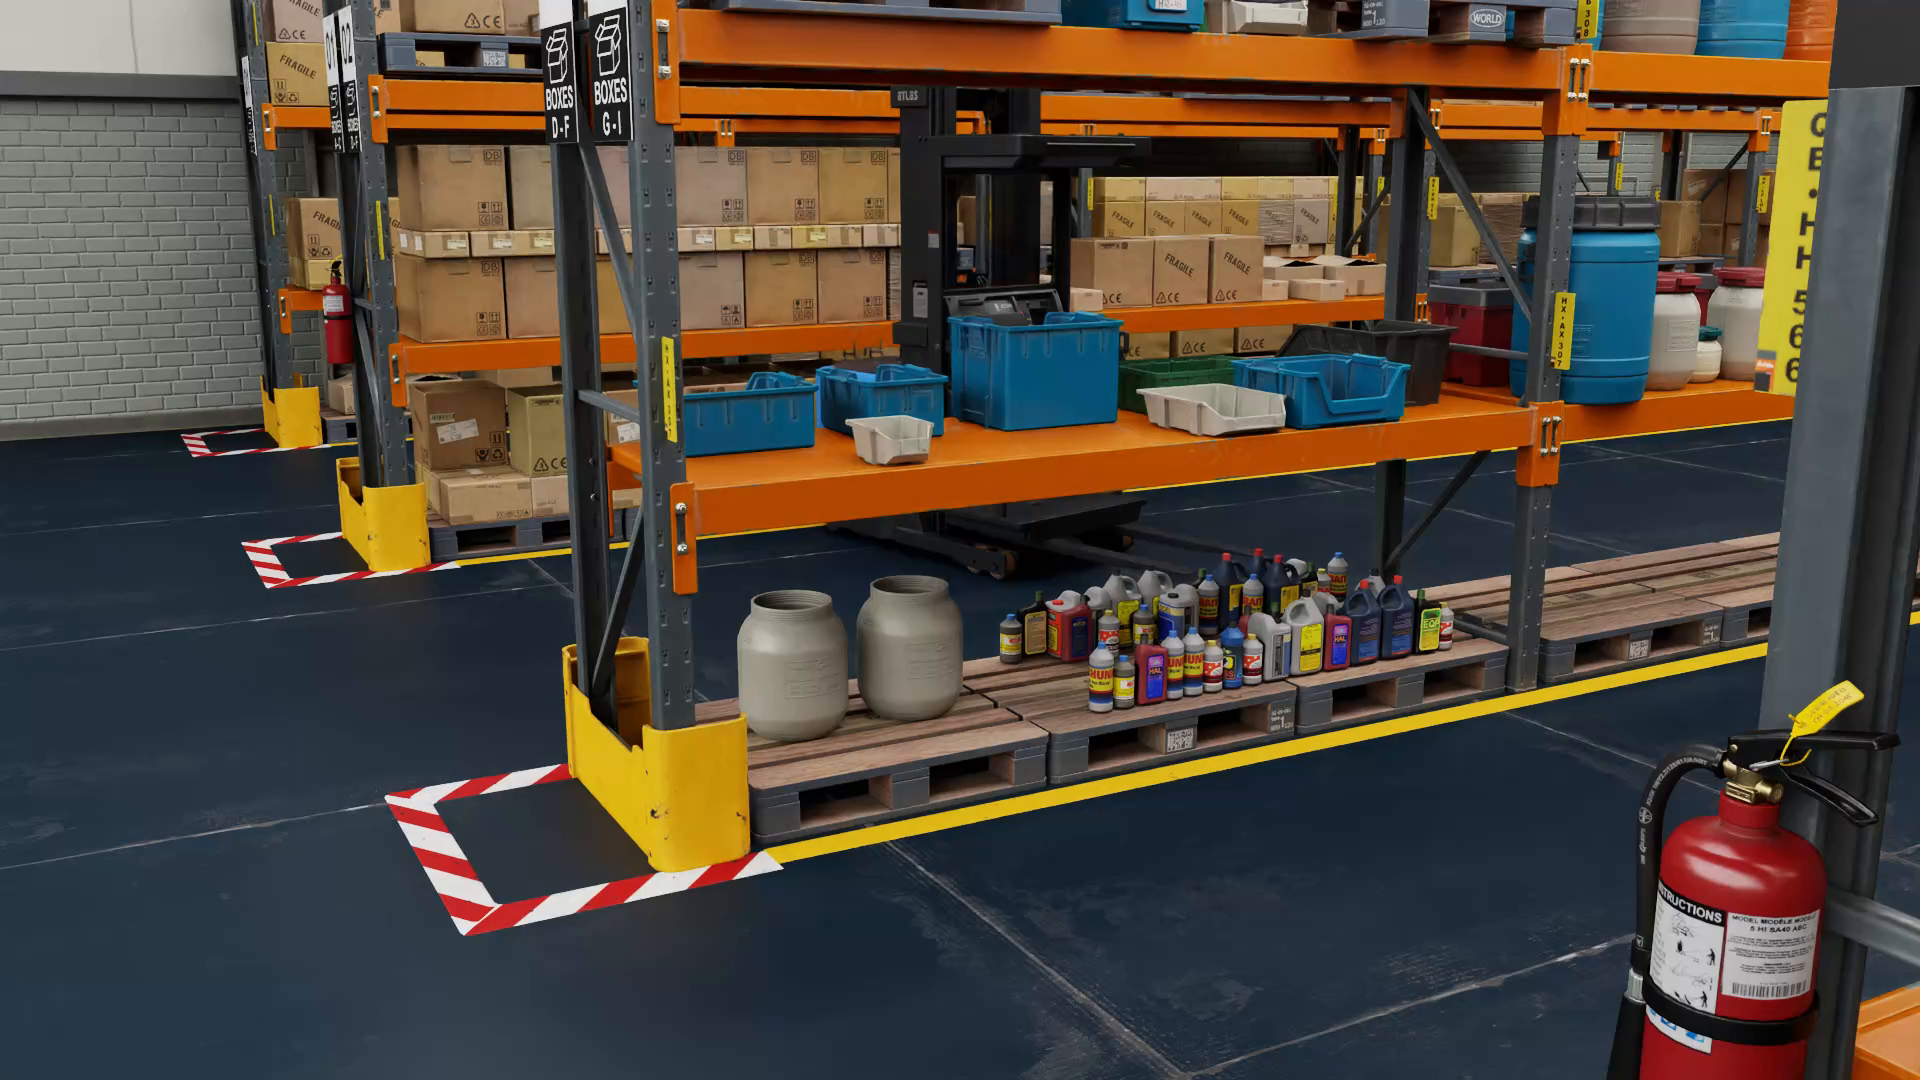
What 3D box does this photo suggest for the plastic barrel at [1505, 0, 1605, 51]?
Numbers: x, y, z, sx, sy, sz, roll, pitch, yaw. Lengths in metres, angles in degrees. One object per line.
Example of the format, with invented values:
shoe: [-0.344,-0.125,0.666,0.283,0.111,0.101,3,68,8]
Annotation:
plastic barrel: [2.673,-2.672,7.677,0.708,0.901,0.600,-7,14,-28]

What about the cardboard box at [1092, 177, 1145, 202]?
cardboard box: [1.642,-3.769,17.868,0.500,0.250,0.500,-6,14,-27]

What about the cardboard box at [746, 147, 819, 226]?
cardboard box: [-1.308,-2.352,11.044,0.500,0.500,0.700,-7,14,-28]

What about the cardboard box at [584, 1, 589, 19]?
cardboard box: [-2.178,-3.327,10.654,0.500,0.311,0.500,-5,14,-21]

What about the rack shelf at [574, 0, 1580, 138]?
rack shelf: [0.576,-1.771,6.453,4.000,0.370,1.077,-7,14,-28]

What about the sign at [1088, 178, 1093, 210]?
sign: [1.363,-3.622,17.413,0.005,0.325,0.100,-7,14,-28]

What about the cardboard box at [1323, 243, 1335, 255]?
cardboard box: [4.235,-3.386,19.348,0.250,0.149,0.380,-7,14,-27]

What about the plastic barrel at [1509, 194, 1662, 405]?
plastic barrel: [2.815,-1.096,7.504,0.708,0.901,0.600,-7,14,-28]

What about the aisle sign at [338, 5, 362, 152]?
aisle sign: [-3.461,-2.605,9.433,0.004,0.787,0.394,-7,14,-28]

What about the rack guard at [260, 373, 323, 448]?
rack guard: [-5.860,-1.146,14.562,0.348,0.500,1.175,-7,14,-28]

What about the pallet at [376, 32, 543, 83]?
pallet: [-2.917,-2.893,10.000,1.213,0.211,1.003,-7,14,-28]

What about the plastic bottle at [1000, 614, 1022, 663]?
plastic bottle: [0.222,0.425,7.261,0.097,0.201,0.097,0,13,0]

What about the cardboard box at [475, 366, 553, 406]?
cardboard box: [-4.108,-1.535,15.291,0.500,0.500,0.700,-8,15,-31]

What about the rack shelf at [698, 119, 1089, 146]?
rack shelf: [-0.660,-4.101,16.806,4.000,0.370,1.077,-7,14,-28]

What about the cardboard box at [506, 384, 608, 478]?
cardboard box: [-2.535,-0.699,10.481,0.500,0.500,0.500,-7,14,-28]

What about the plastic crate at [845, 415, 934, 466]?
plastic crate: [-0.240,-0.352,5.940,0.250,0.136,0.298,-7,14,-28]

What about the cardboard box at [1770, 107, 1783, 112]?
cardboard box: [7.528,-4.059,15.323,0.500,0.250,0.500,-7,14,-28]

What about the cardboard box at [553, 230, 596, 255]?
cardboard box: [-2.430,-1.848,10.286,0.250,0.149,0.380,-7,14,-29]

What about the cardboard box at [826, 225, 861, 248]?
cardboard box: [-0.852,-2.038,11.126,0.250,0.149,0.380,-7,14,-28]

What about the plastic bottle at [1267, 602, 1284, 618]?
plastic bottle: [1.380,0.402,7.175,0.133,0.283,0.061,-7,14,-28]

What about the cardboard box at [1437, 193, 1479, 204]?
cardboard box: [5.733,-3.896,20.404,0.700,0.700,0.980,-7,15,-29]

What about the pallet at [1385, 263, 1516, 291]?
pallet: [4.033,-2.236,14.149,1.003,0.211,1.213,-7,14,-28]

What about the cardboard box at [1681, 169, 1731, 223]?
cardboard box: [7.303,-3.305,15.958,0.500,0.500,0.500,-7,14,-28]

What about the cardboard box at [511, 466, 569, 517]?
cardboard box: [-2.536,-0.333,10.564,0.500,0.250,0.500,-7,14,-28]

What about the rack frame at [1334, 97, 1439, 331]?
rack frame: [3.472,-2.245,13.751,0.127,3.000,1.000,-7,14,-28]

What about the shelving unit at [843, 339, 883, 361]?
shelving unit: [-0.606,-0.738,11.149,0.189,1.200,0.258,-9,11,-22]

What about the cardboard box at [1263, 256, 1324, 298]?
cardboard box: [2.594,-2.144,13.509,0.500,0.311,0.500,-7,14,-29]

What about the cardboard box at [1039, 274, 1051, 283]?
cardboard box: [0.372,-1.811,12.165,0.500,0.250,0.500,-6,14,-24]

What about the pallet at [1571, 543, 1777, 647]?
pallet: [4.074,0.272,8.919,1.213,0.211,1.003,-7,14,-28]

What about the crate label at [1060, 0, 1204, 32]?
crate label: [0.621,-1.972,6.047,0.408,0.251,0.502,-7,14,-28]

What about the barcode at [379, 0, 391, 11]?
barcode: [-3.516,-3.274,10.173,0.075,0.075,0.001,-7,14,-28]

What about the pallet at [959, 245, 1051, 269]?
pallet: [0.521,-3.010,17.588,1.003,0.211,1.213,-7,14,-28]

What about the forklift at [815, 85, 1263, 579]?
forklift: [0.421,-1.329,9.838,1.130,2.935,3.031,-11,17,-41]

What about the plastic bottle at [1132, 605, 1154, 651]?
plastic bottle: [0.818,0.389,7.418,0.097,0.201,0.097,0,13,0]

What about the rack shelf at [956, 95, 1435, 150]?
rack shelf: [1.716,-3.147,12.566,4.000,0.370,1.077,-7,14,-28]

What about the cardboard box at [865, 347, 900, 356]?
cardboard box: [-0.881,-1.964,17.194,0.500,0.500,0.700,-7,14,-27]

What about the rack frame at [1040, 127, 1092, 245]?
rack frame: [1.095,-3.199,17.991,0.127,3.000,1.000,-7,14,-28]

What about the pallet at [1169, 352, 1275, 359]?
pallet: [2.893,-2.034,19.168,1.213,0.211,1.003,-7,14,-28]

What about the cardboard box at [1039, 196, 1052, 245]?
cardboard box: [0.687,-3.411,17.704,0.500,0.500,0.700,-9,15,-34]

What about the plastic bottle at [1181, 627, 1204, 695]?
plastic bottle: [0.949,0.491,6.807,0.097,0.271,0.097,0,13,0]

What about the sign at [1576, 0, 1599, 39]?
sign: [2.585,-2.229,6.831,0.005,0.325,0.100,-7,14,-28]

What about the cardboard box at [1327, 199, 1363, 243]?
cardboard box: [4.322,-3.726,19.384,0.500,0.500,0.500,-7,15,-29]

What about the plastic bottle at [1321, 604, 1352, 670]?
plastic bottle: [1.612,0.410,7.138,0.133,0.283,0.061,-6,14,-24]

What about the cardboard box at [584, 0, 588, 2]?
cardboard box: [-3.204,-4.623,14.936,0.500,0.500,0.500,-6,14,-25]

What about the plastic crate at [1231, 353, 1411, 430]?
plastic crate: [1.490,-0.628,6.904,0.616,0.251,0.499,-7,14,-28]

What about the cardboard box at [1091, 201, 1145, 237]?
cardboard box: [1.644,-3.404,17.953,0.500,0.500,0.500,-6,14,-26]

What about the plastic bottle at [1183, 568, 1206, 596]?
plastic bottle: [1.093,0.276,7.736,0.133,0.283,0.061,-6,14,-25]

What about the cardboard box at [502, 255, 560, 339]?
cardboard box: [-2.675,-1.555,10.457,0.500,0.500,0.700,-6,14,-26]

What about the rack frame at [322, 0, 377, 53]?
rack frame: [-3.550,-4.330,9.353,0.127,3.000,1.000,-7,14,-28]

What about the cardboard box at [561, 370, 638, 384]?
cardboard box: [-2.351,-0.854,11.170,0.500,0.500,0.500,-7,14,-28]
